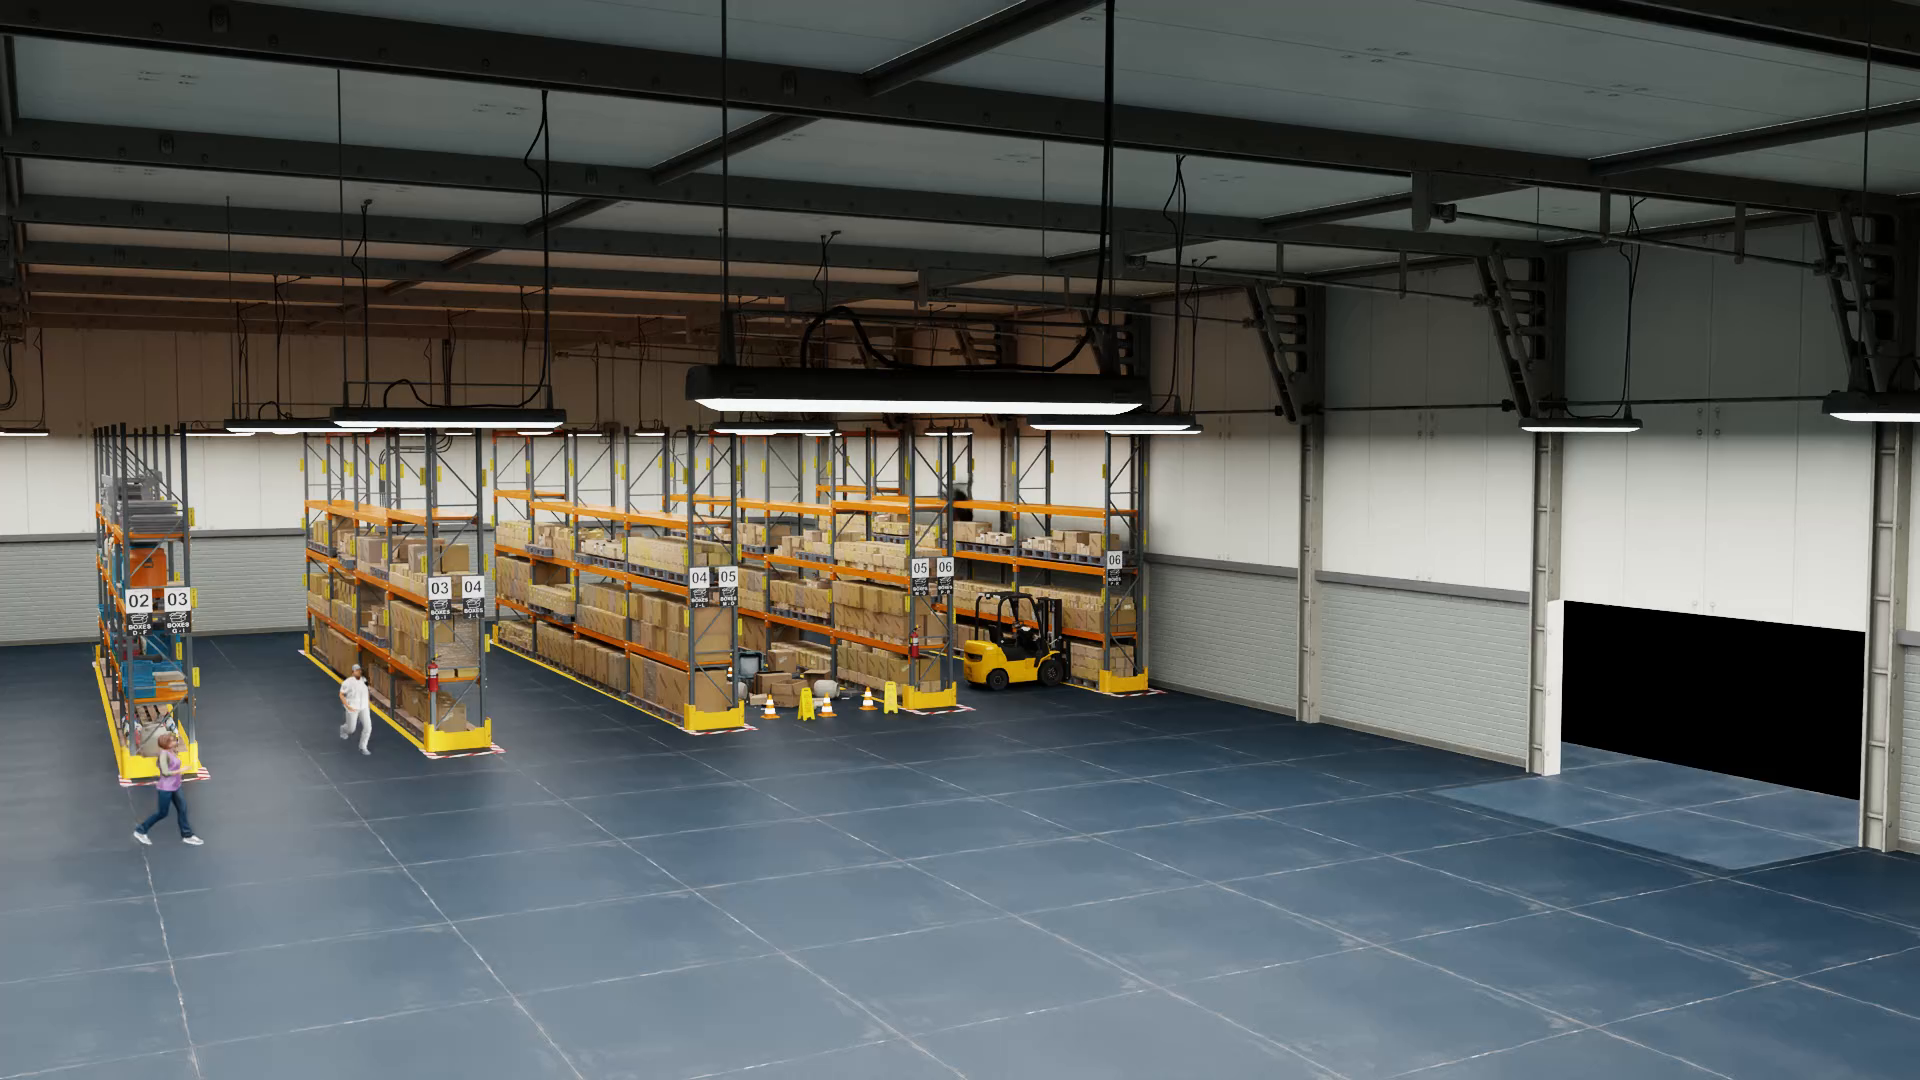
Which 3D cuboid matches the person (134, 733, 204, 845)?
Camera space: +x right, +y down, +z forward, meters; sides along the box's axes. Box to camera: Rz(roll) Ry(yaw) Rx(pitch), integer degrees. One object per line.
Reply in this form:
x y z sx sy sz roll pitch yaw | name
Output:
-11.074 3.491 23.244 0.887 1.592 0.535 -1 3 -8 | person

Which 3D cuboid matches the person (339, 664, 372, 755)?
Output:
-11.056 3.089 30.455 0.606 1.642 0.806 -3 5 -42 | person
